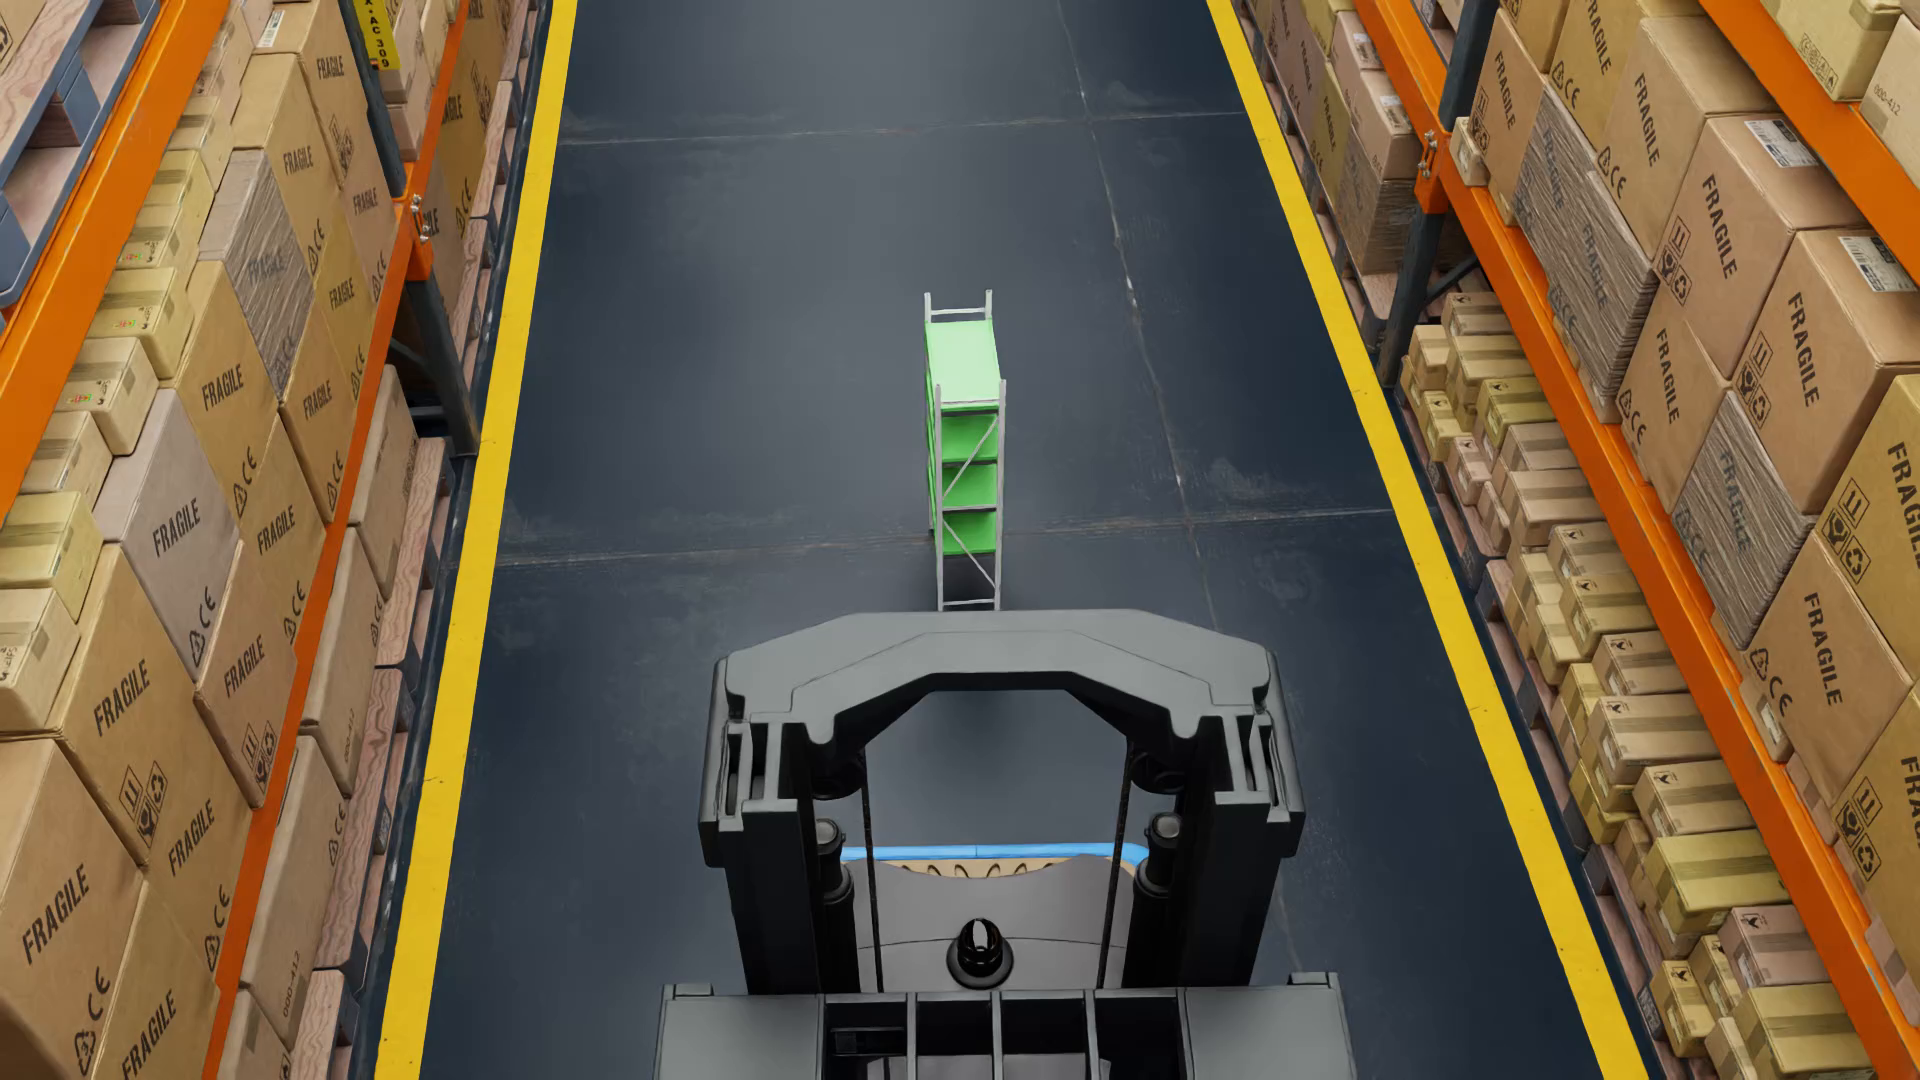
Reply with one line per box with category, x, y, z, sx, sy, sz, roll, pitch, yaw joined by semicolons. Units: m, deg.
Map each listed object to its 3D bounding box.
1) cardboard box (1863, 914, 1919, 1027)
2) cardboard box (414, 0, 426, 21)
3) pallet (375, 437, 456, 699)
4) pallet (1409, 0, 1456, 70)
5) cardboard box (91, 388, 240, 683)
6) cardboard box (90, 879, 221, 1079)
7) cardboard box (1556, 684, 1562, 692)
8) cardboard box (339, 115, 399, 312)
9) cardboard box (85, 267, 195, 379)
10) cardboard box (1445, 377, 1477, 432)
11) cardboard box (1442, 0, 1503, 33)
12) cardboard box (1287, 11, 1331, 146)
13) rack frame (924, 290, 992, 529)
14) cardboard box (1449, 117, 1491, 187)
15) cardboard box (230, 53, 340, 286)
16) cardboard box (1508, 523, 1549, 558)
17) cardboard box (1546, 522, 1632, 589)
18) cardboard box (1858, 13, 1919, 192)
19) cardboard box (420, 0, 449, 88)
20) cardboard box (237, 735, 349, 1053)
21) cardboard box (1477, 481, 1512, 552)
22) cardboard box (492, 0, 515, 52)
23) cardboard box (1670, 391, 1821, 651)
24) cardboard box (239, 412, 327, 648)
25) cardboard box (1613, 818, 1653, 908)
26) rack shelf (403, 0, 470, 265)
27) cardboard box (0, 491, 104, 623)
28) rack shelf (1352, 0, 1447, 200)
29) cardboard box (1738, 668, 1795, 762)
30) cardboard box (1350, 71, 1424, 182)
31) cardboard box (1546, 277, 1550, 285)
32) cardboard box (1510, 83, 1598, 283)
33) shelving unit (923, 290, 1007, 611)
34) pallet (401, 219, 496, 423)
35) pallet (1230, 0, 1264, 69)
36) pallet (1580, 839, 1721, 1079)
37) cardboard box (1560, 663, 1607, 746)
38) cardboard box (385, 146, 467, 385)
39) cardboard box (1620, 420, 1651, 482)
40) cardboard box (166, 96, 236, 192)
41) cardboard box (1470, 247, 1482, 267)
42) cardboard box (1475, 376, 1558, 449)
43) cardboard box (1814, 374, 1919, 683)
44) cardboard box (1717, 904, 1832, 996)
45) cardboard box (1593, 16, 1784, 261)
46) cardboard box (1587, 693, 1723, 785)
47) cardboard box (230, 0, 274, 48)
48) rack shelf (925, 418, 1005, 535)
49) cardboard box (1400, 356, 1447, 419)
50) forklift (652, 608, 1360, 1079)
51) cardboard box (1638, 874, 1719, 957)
cardboard box;2.394;0.988;3.921;0.380;0.149;0.250;-3;47;-3
cardboard box;-2.384;-2.231;6.556;0.500;0.250;0.500;-3;47;-3
pallet;-2.570;0.114;6.497;1.003;0.211;1.213;-3;47;-3
pallet;2.449;-2.270;6.966;1.003;0.211;1.213;-3;47;-3
cardboard box;-2.079;0.006;3.921;0.500;0.500;0.500;-4;47;-4
cardboard box;-1.975;1.095;3.578;0.500;0.500;0.500;-4;47;-4
cardboard box;2.326;0.467;5.916;0.380;0.149;0.250;-2;47;-2
cardboard box;-2.263;-1.114;5.670;0.500;0.500;0.500;-3;47;-3
cardboard box;-2.063;-0.505;3.958;0.380;0.149;0.250;-5;47;-4
cardboard box;2.190;-0.581;6.703;0.380;0.149;0.250;-3;47;-3
cardboard box;2.138;-2.107;6.563;0.380;0.149;0.250;-4;47;-4
cardboard box;1.974;-2.321;8.315;0.500;0.500;0.500;-4;47;-4
rack frame;-0.007;-0.469;6.368;0.240;1.200;0.015;-3;47;-3
cardboard box;2.066;-1.462;6.242;0.380;0.149;0.250;-2;47;-2
cardboard box;-2.207;-1.086;4.955;0.500;0.500;0.500;-4;47;-4
cardboard box;2.266;-0.011;6.164;0.380;0.149;0.250;-2;47;-1
cardboard box;2.314;0.071;5.881;0.380;0.149;0.250;-5;47;-5
cardboard box;2.323;-0.901;3.575;0.500;0.250;0.500;-2;47;-2
cardboard box;-2.375;-2.057;6.735;0.500;0.250;0.500;-5;47;-4
cardboard box;-2.461;1.098;5.120;0.875;0.438;0.875;-2;47;-2
cardboard box;2.244;-0.105;6.458;0.380;0.149;0.250;-4;47;-4
cardboard box;-2.916;-3.203;8.891;0.875;0.875;0.875;-4;47;-4
cardboard box;2.319;-0.065;4.472;0.500;0.500;0.500;-3;47;-3
cardboard box;-2.129;0.000;4.615;0.500;0.500;0.500;-2;47;-2
cardboard box;2.359;1.034;5.379;0.380;0.149;0.250;-3;47;-3
rack shelf;-2.724;-2.599;7.641;1.077;0.370;4.000;-3;47;-3
cardboard box;-2.016;0.050;3.433;0.380;0.149;0.250;-5;47;-5
rack shelf;2.201;-2.973;7.995;1.077;0.370;4.000;-3;47;-3
cardboard box;2.330;0.442;4.438;0.380;0.149;0.250;-2;47;-2
cardboard box;2.054;-1.840;7.343;0.500;0.250;0.500;-5;47;-4
cardboard box;2.253;-0.893;5.703;0.380;0.149;0.250;-5;47;-5
cardboard box;2.207;-1.179;5.527;0.500;0.500;0.500;-3;47;-3
shelving unit;0.014;-0.293;6.201;0.258;1.200;0.503;-3;47;-3
pallet;-2.696;-0.995;7.547;1.003;0.211;1.213;-3;47;-3
pallet;2.097;-3.143;9.582;1.003;0.211;1.213;-3;47;-3
pallet;2.664;1.434;5.246;1.003;0.211;1.213;-3;47;-3
cardboard box;2.270;0.553;5.630;0.380;0.149;0.250;-1;47;-1
cardboard box;-2.688;-1.257;7.049;0.875;0.875;0.875;-2;47;-2
cardboard box;2.293;-0.321;5.162;0.380;0.149;0.250;-2;47;-2
cardboard box;-2.192;-1.058;4.482;0.380;0.149;0.250;-4;47;-4
cardboard box;2.570;-1.609;7.641;0.500;0.500;0.500;-2;47;-2
cardboard box;2.225;-0.498;6.420;0.380;0.149;0.250;-4;47;-4
cardboard box;2.374;-0.043;3.762;0.500;0.500;0.500;-5;47;-5
cardboard box;2.442;1.199;4.813;0.380;0.149;0.250;-3;47;-3
cardboard box;2.233;-1.172;4.832;0.500;0.500;0.500;-3;47;-3
cardboard box;2.257;0.637;5.345;0.380;0.149;0.250;-2;47;-2
cardboard box;-2.299;-1.600;4.995;0.380;0.149;0.250;-2;47;-2
rack shelf;0.014;-0.249;6.247;0.258;0.148;0.480;-3;47;-3
cardboard box;2.078;-0.655;6.978;0.380;0.149;0.250;-5;47;-5
forklift;0.073;1.628;3.190;1.130;2.935;3.031;-1;47;-1
cardboard box;2.329;1.114;5.099;0.380;0.149;0.250;-5;47;-5
